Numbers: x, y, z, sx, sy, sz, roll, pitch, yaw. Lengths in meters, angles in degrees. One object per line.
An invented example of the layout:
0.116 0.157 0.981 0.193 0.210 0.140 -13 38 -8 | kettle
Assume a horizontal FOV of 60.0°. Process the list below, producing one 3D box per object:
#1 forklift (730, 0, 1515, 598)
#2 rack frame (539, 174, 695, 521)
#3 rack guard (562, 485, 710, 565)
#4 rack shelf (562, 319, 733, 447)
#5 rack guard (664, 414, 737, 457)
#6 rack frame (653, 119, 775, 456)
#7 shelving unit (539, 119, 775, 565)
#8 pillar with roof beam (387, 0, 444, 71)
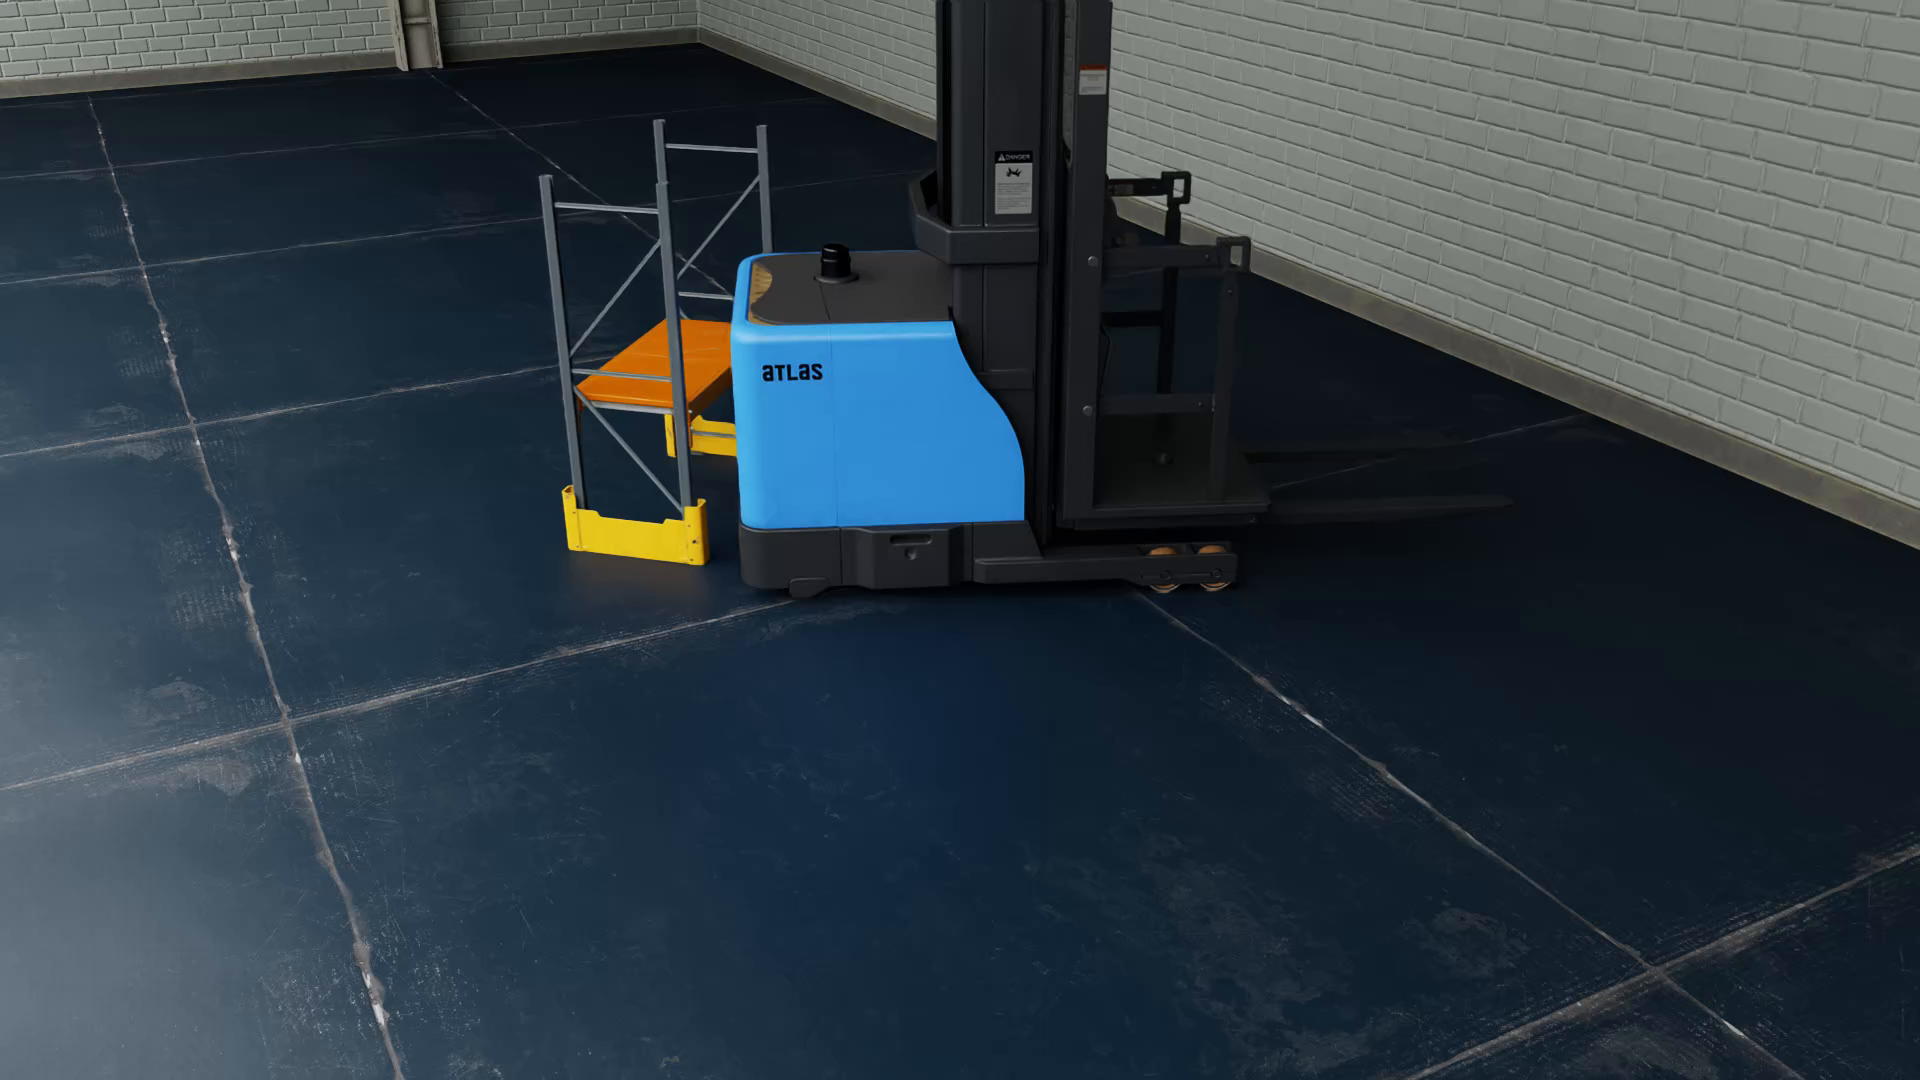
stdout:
0.647 -1.351 6.178 3.031 2.935 1.130 -2 26 -4 | forklift
-1.283 -0.623 6.316 0.500 1.500 0.032 6 26 13 | rack frame
-1.283 -0.061 6.587 0.587 0.250 0.087 6 26 13 | rack guard
-1.158 -0.675 6.838 0.538 0.185 1.000 6 26 13 | rack shelf
-1.037 -0.478 7.458 0.587 0.250 0.087 6 26 13 | rack guard
-1.032 -1.050 7.204 0.500 1.500 0.032 6 26 13 | rack frame
-1.160 -0.833 6.752 0.587 1.500 1.083 6 26 13 | shelving unit
-3.352 -7.126 11.195 0.400 9.000 9.100 -13 29 -25 | pillar with roof beam
